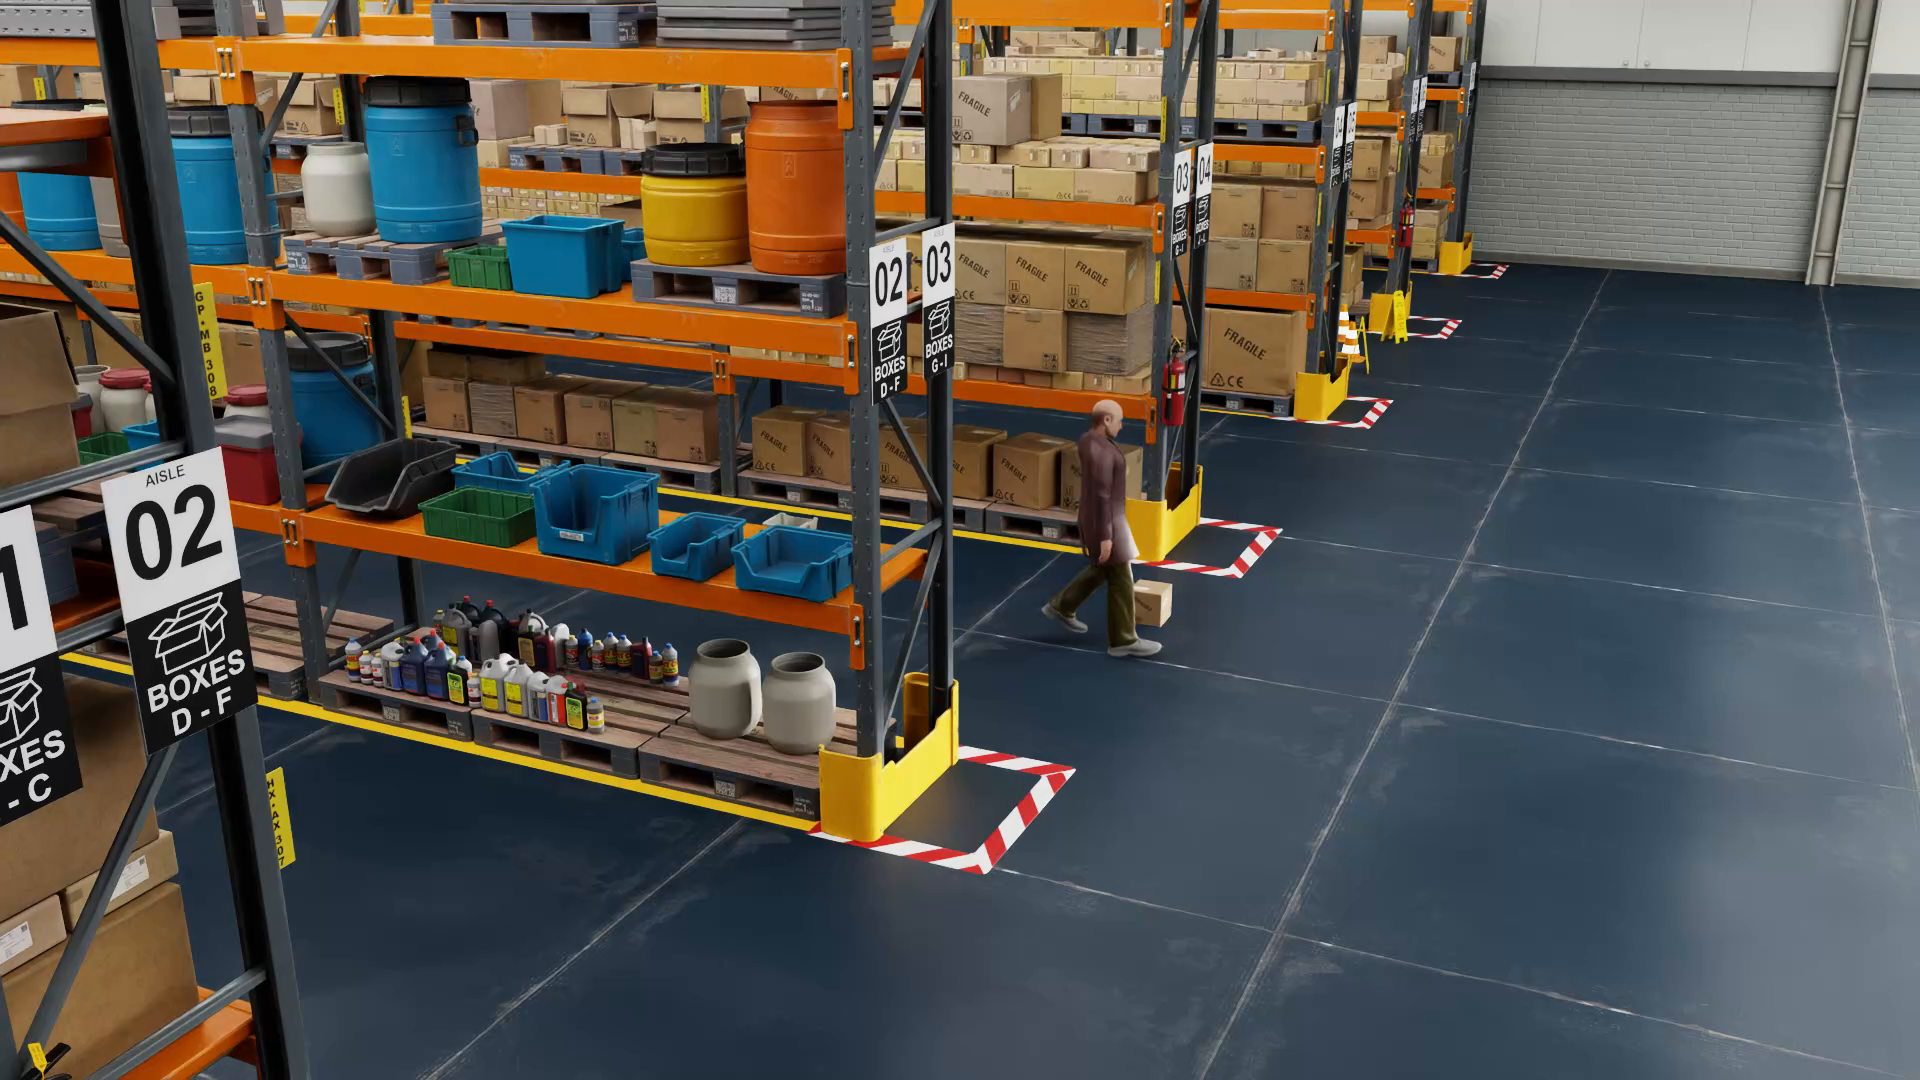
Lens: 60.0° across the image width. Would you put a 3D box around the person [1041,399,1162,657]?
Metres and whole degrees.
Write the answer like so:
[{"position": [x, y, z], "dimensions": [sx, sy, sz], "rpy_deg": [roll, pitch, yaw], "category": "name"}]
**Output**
[{"position": [0.976, -0.098, 11.347], "dimensions": [0.761, 1.762, 0.640], "rpy_deg": [-4, 19, -11], "category": "person"}]
